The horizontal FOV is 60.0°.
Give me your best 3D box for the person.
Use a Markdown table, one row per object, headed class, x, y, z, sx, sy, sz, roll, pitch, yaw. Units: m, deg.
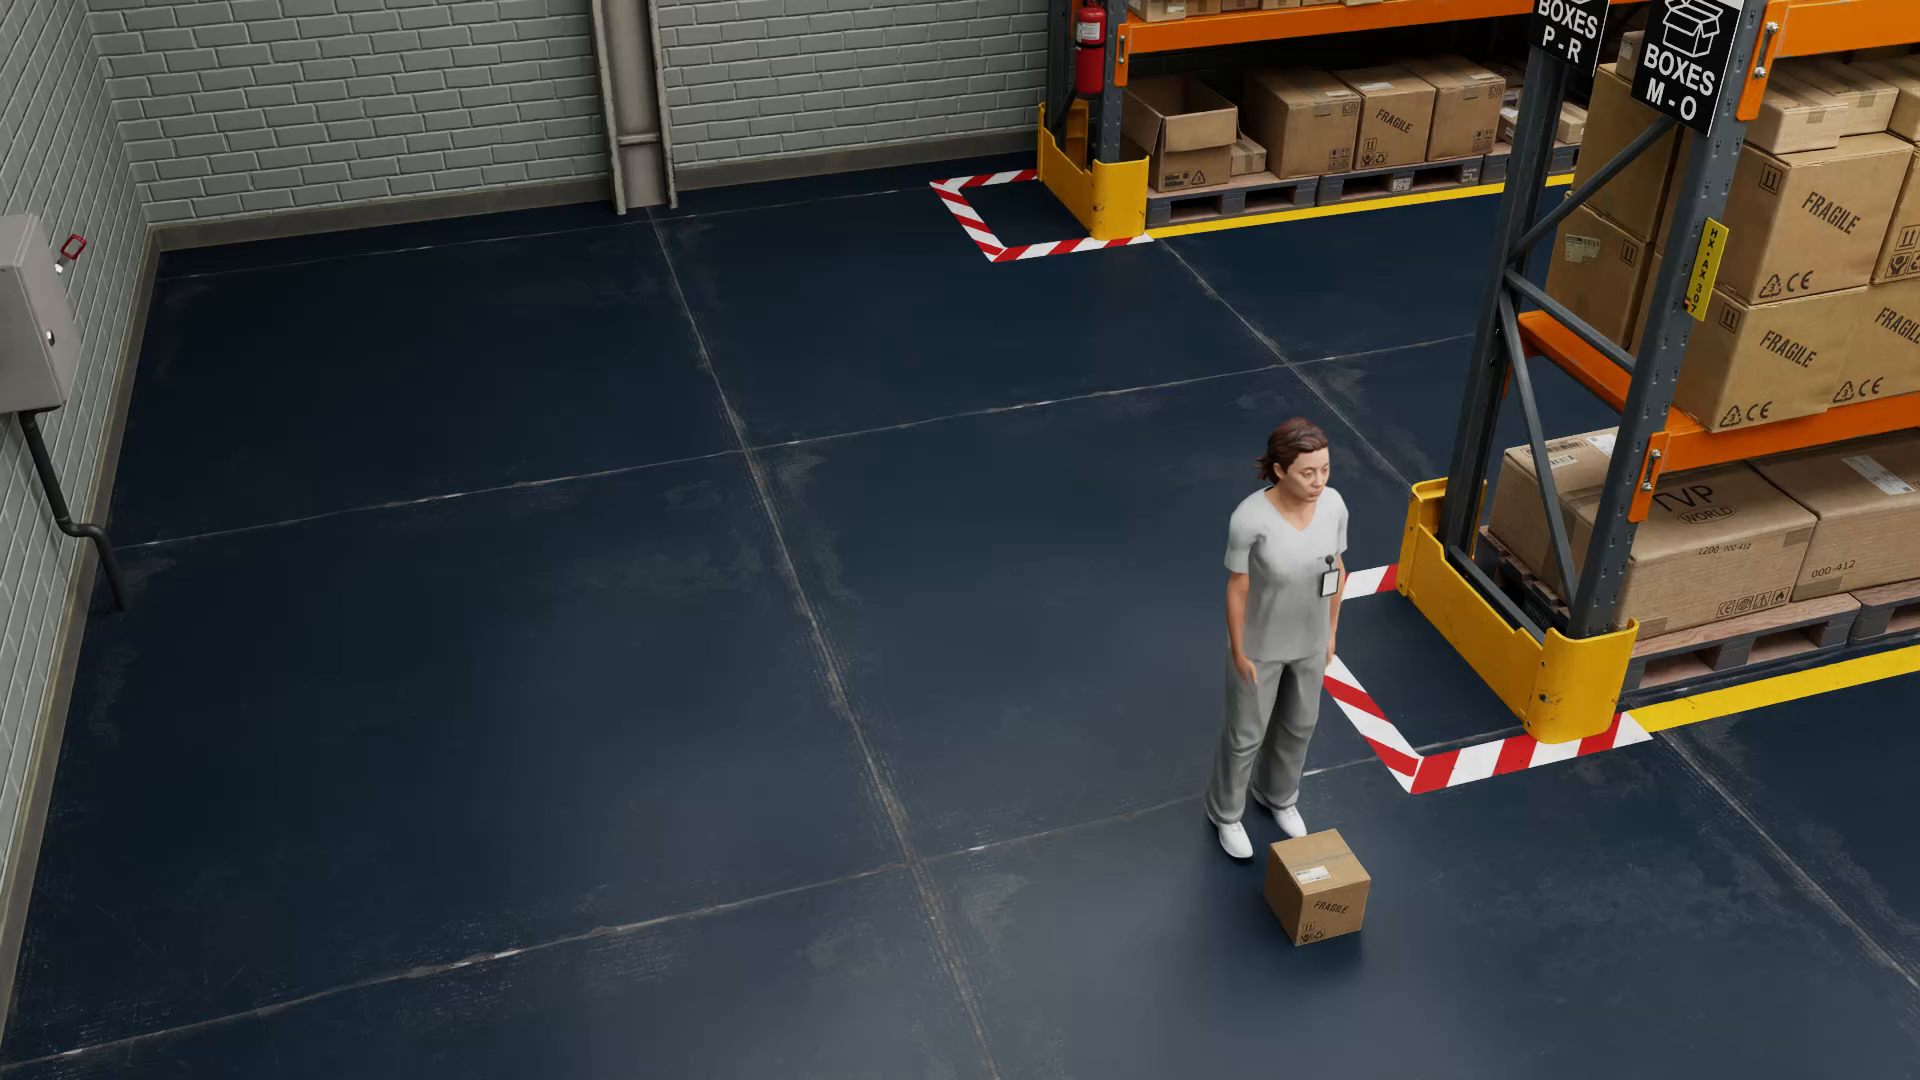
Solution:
| class | x | y | z | sx | sy | sz | roll | pitch | yaw |
| --- | --- | --- | --- | --- | --- | --- | --- | --- | --- |
| person | 1.082 | 0.353 | 5.651 | 0.439 | 1.698 | 0.384 | -9 | 35 | -13 |
